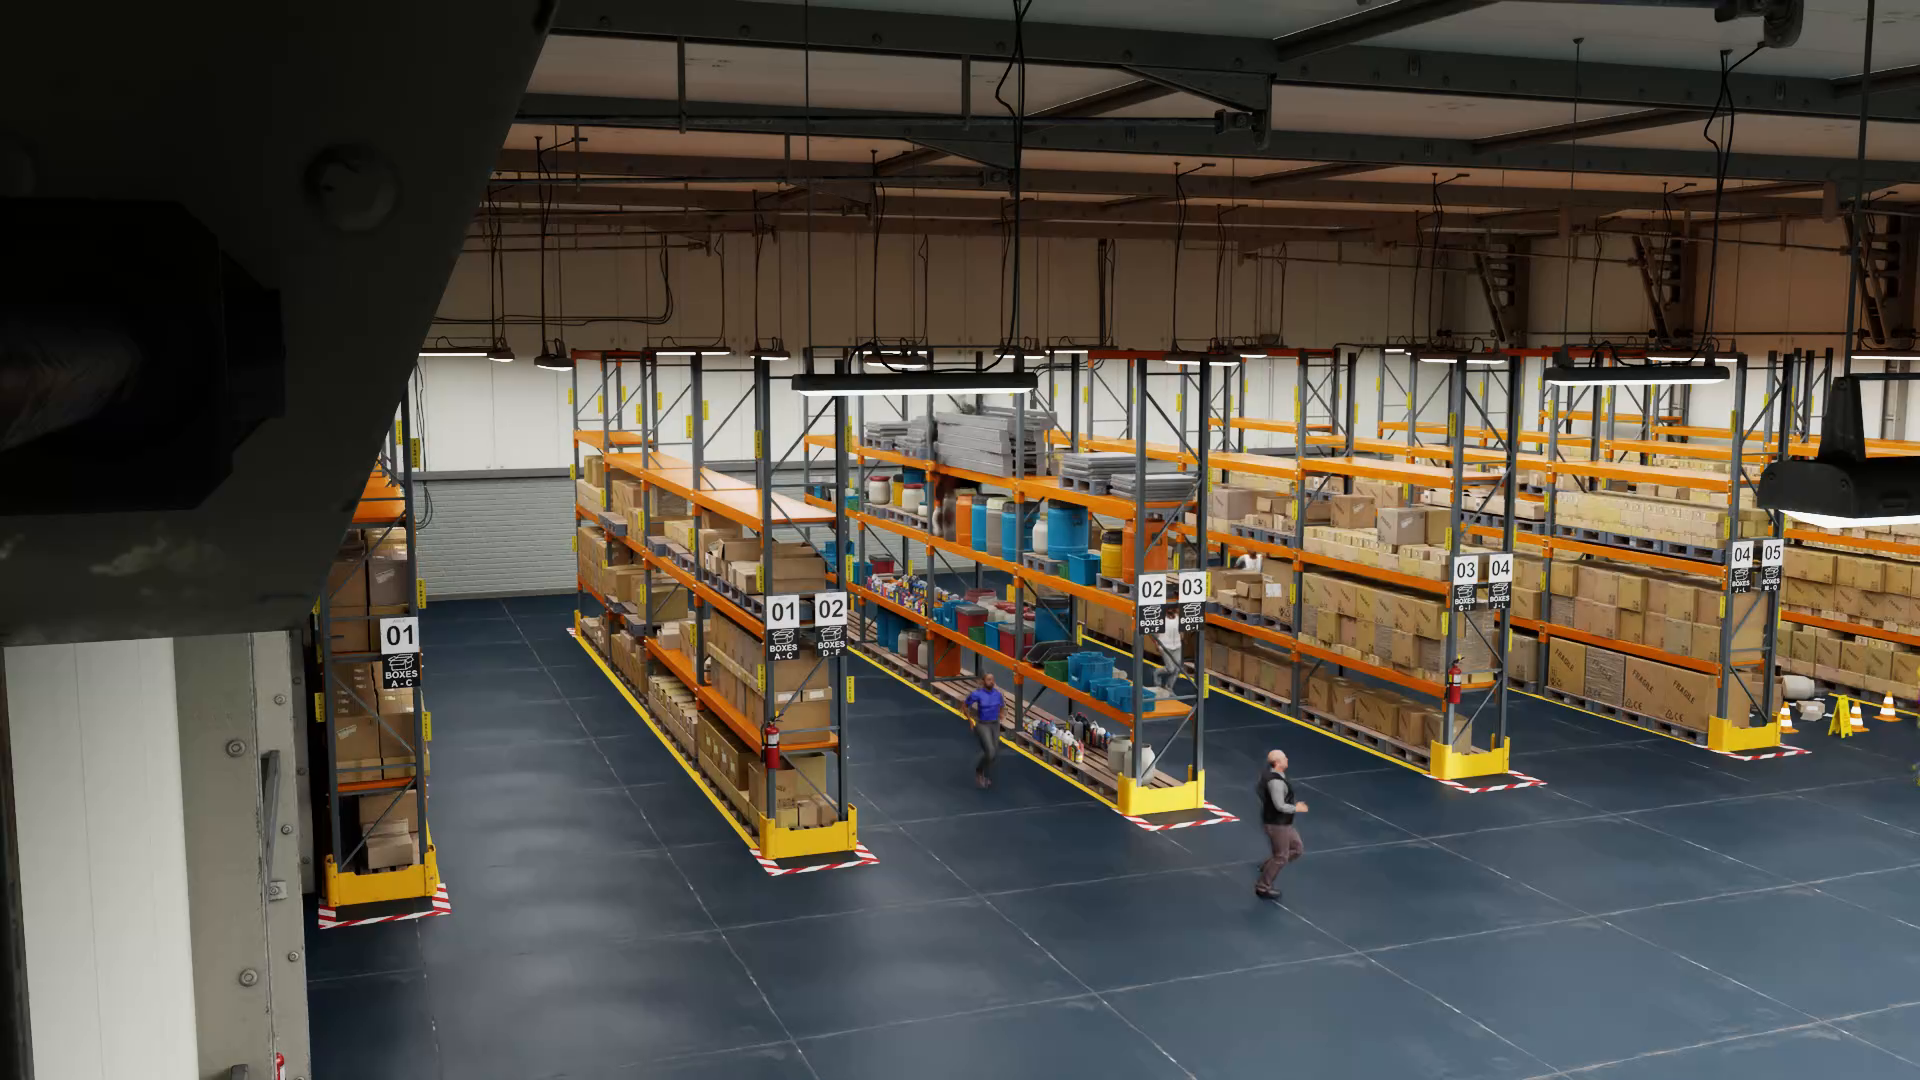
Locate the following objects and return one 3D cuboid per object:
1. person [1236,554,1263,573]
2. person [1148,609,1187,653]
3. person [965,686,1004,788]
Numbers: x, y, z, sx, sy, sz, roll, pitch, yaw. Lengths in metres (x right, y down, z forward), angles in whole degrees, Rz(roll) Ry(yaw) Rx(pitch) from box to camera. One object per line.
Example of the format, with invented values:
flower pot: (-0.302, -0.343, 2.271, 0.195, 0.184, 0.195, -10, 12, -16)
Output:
person: (6.359, 1.086, 36.157, 0.625, 1.563, 0.877, -3, 8, -20)
person: (3.684, 1.481, 28.981, 0.701, 0.917, 0.479, -3, 8, -26)
person: (0.388, 2.741, 23.174, 0.519, 1.421, 0.594, -4, 8, -31)
